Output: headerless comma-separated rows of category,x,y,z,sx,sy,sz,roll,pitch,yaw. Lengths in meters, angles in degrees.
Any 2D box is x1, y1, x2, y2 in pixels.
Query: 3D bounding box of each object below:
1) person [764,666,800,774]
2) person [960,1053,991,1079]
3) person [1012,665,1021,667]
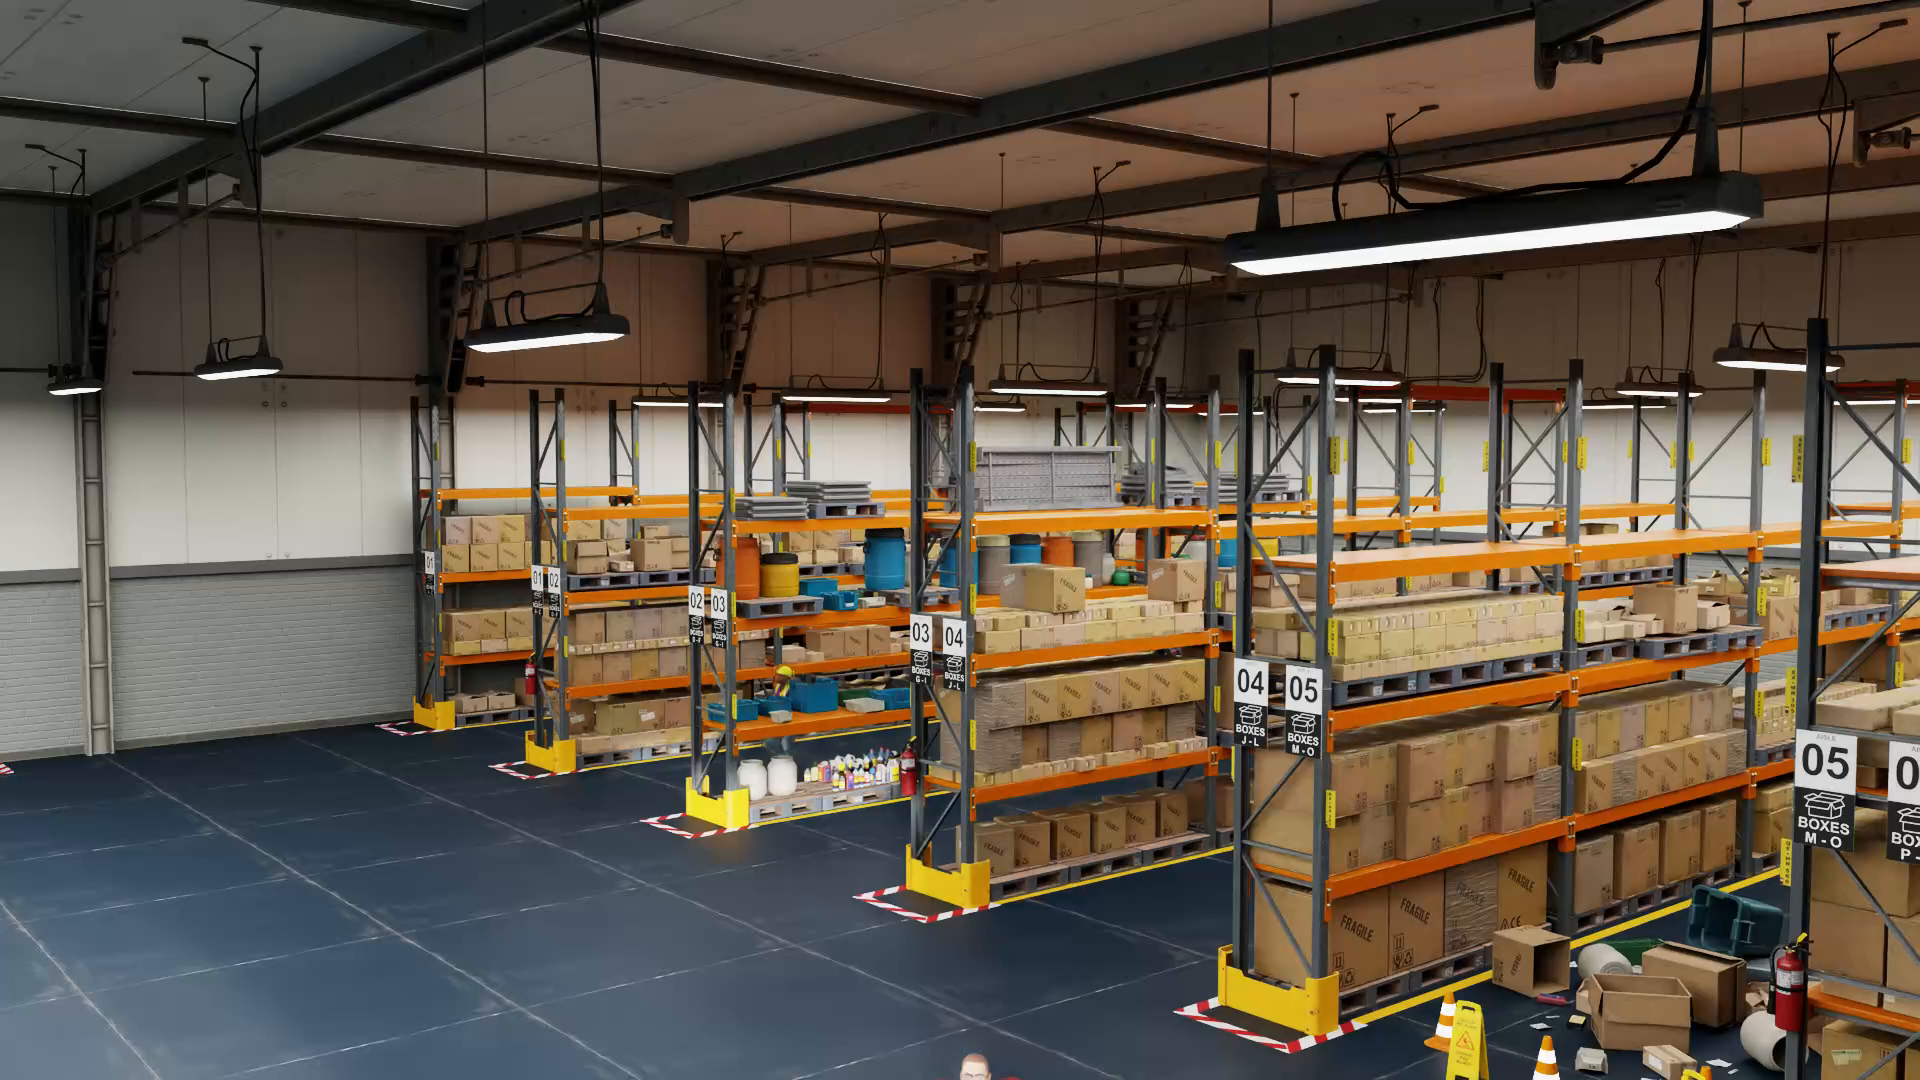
person,-2.695,2.785,25.544,0.645,1.717,0.695,-3,5,-44
person,0.097,3.771,9.437,0.693,1.785,0.937,0,3,2
person,1.065,2.337,28.514,0.826,1.758,0.669,-3,4,-37
